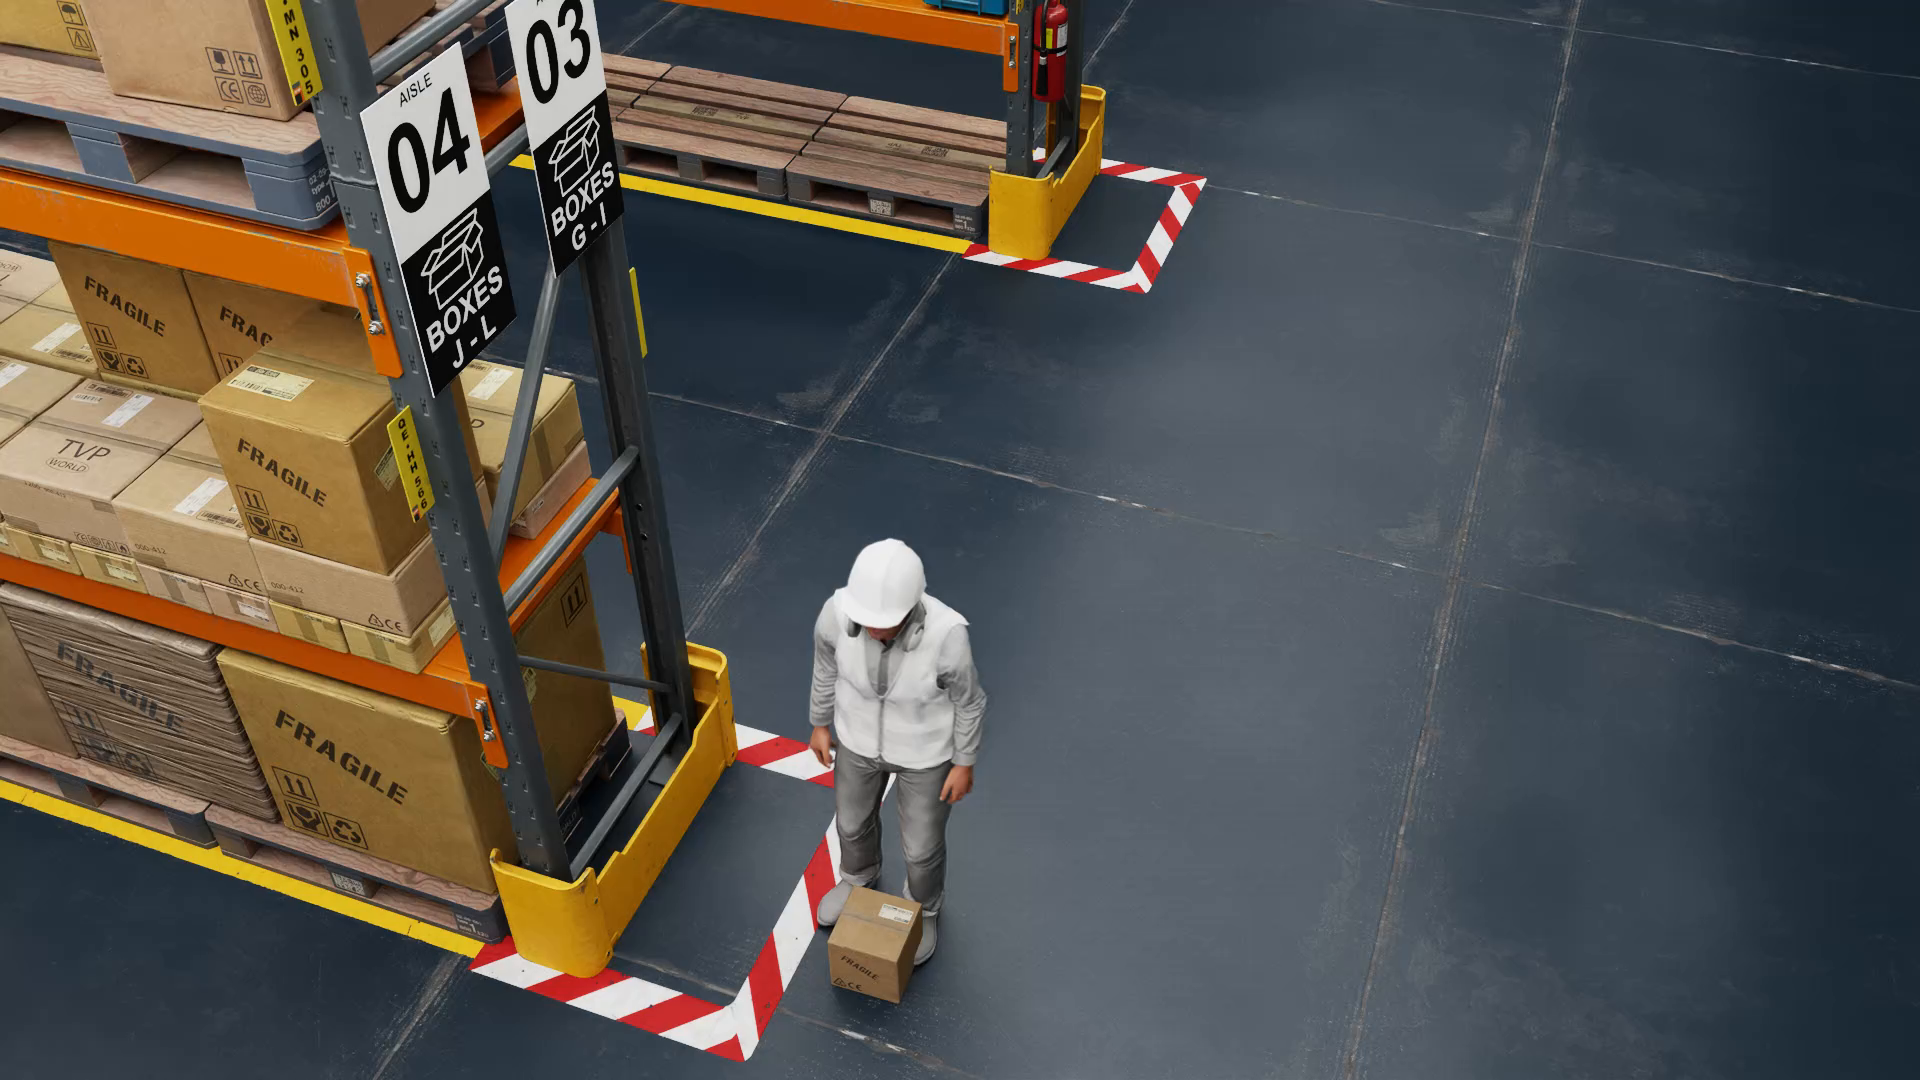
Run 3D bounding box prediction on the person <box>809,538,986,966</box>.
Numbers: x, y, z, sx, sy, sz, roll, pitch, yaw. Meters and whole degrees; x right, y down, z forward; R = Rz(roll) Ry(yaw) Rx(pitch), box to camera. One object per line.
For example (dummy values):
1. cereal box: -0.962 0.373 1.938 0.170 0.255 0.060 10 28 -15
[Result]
1. person: -0.209 0.653 5.392 0.580 1.772 0.461 14 43 15
